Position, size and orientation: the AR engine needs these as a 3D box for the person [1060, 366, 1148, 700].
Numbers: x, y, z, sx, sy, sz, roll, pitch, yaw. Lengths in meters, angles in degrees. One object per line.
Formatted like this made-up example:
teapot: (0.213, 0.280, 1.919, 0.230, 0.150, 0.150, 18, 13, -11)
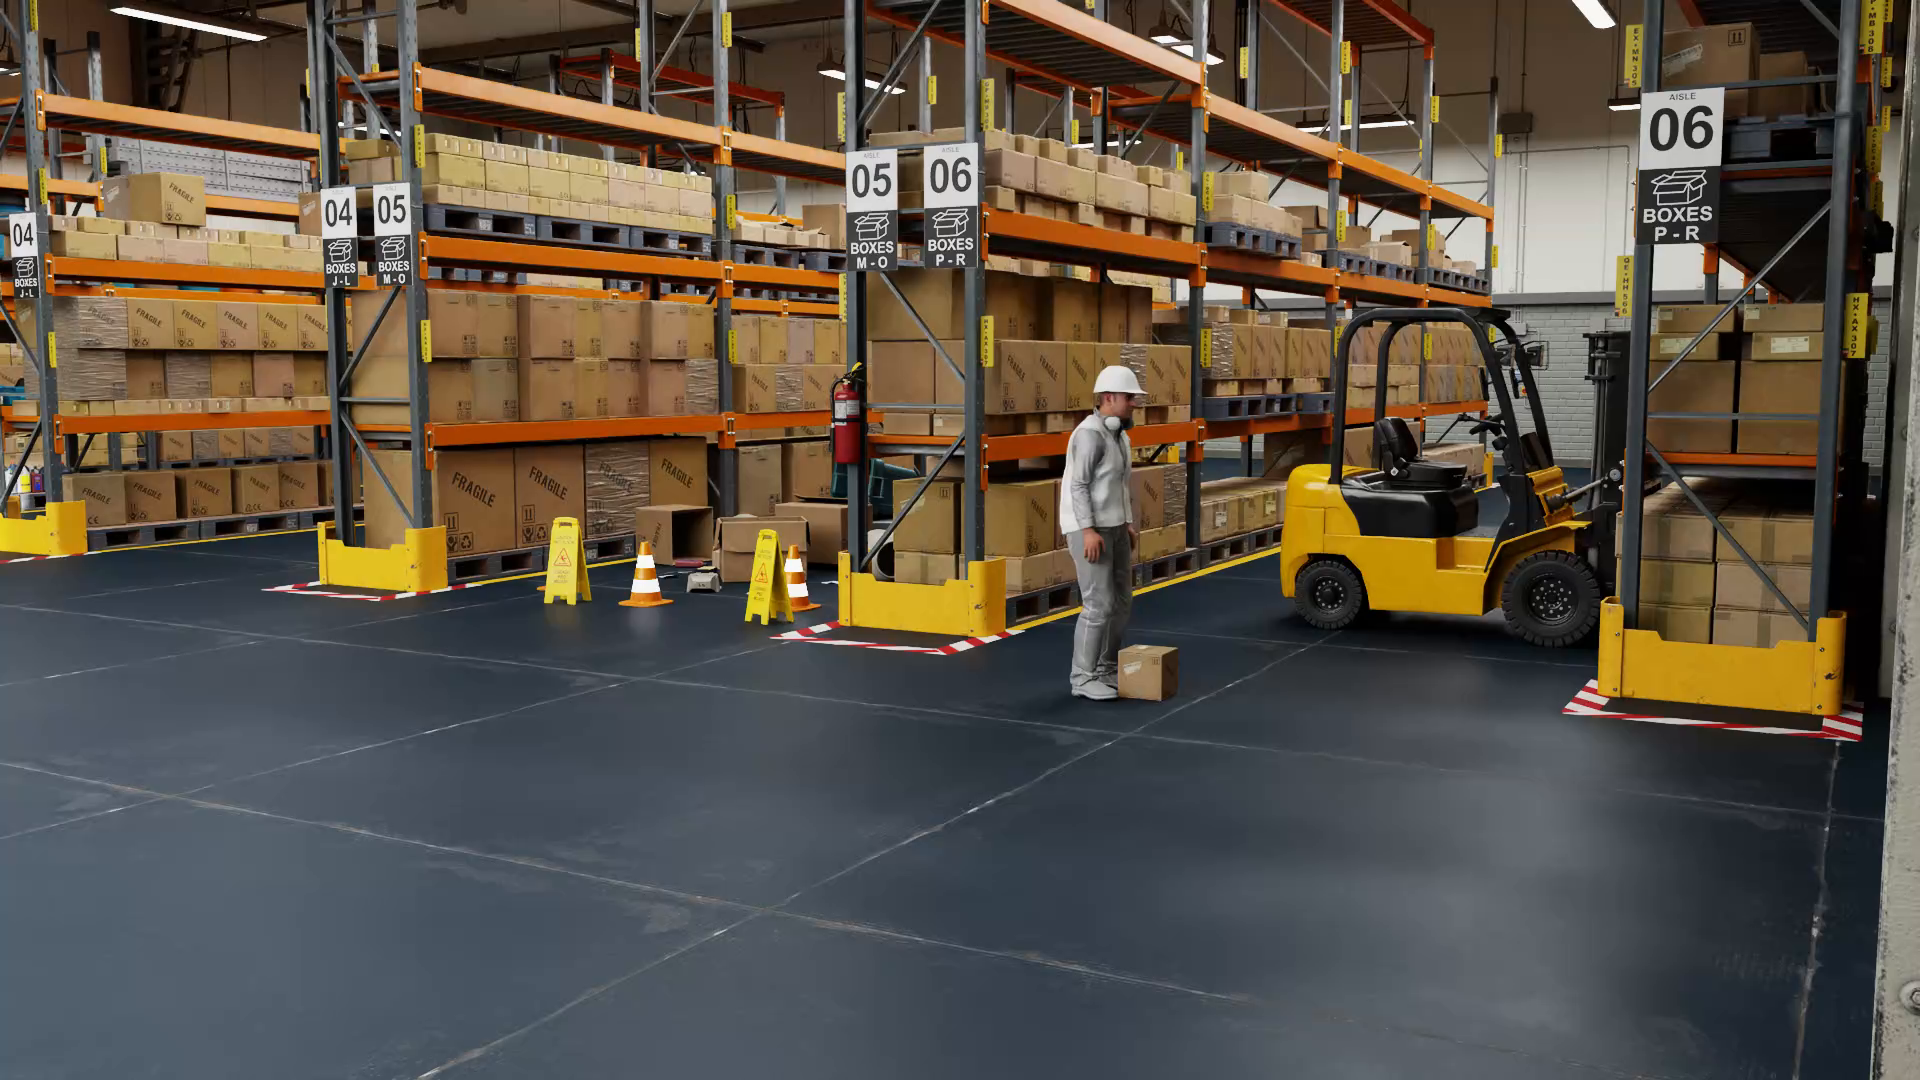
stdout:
person: (0.781, -0.054, 9.016, 0.460, 1.772, 0.581, 3, 7, 29)
